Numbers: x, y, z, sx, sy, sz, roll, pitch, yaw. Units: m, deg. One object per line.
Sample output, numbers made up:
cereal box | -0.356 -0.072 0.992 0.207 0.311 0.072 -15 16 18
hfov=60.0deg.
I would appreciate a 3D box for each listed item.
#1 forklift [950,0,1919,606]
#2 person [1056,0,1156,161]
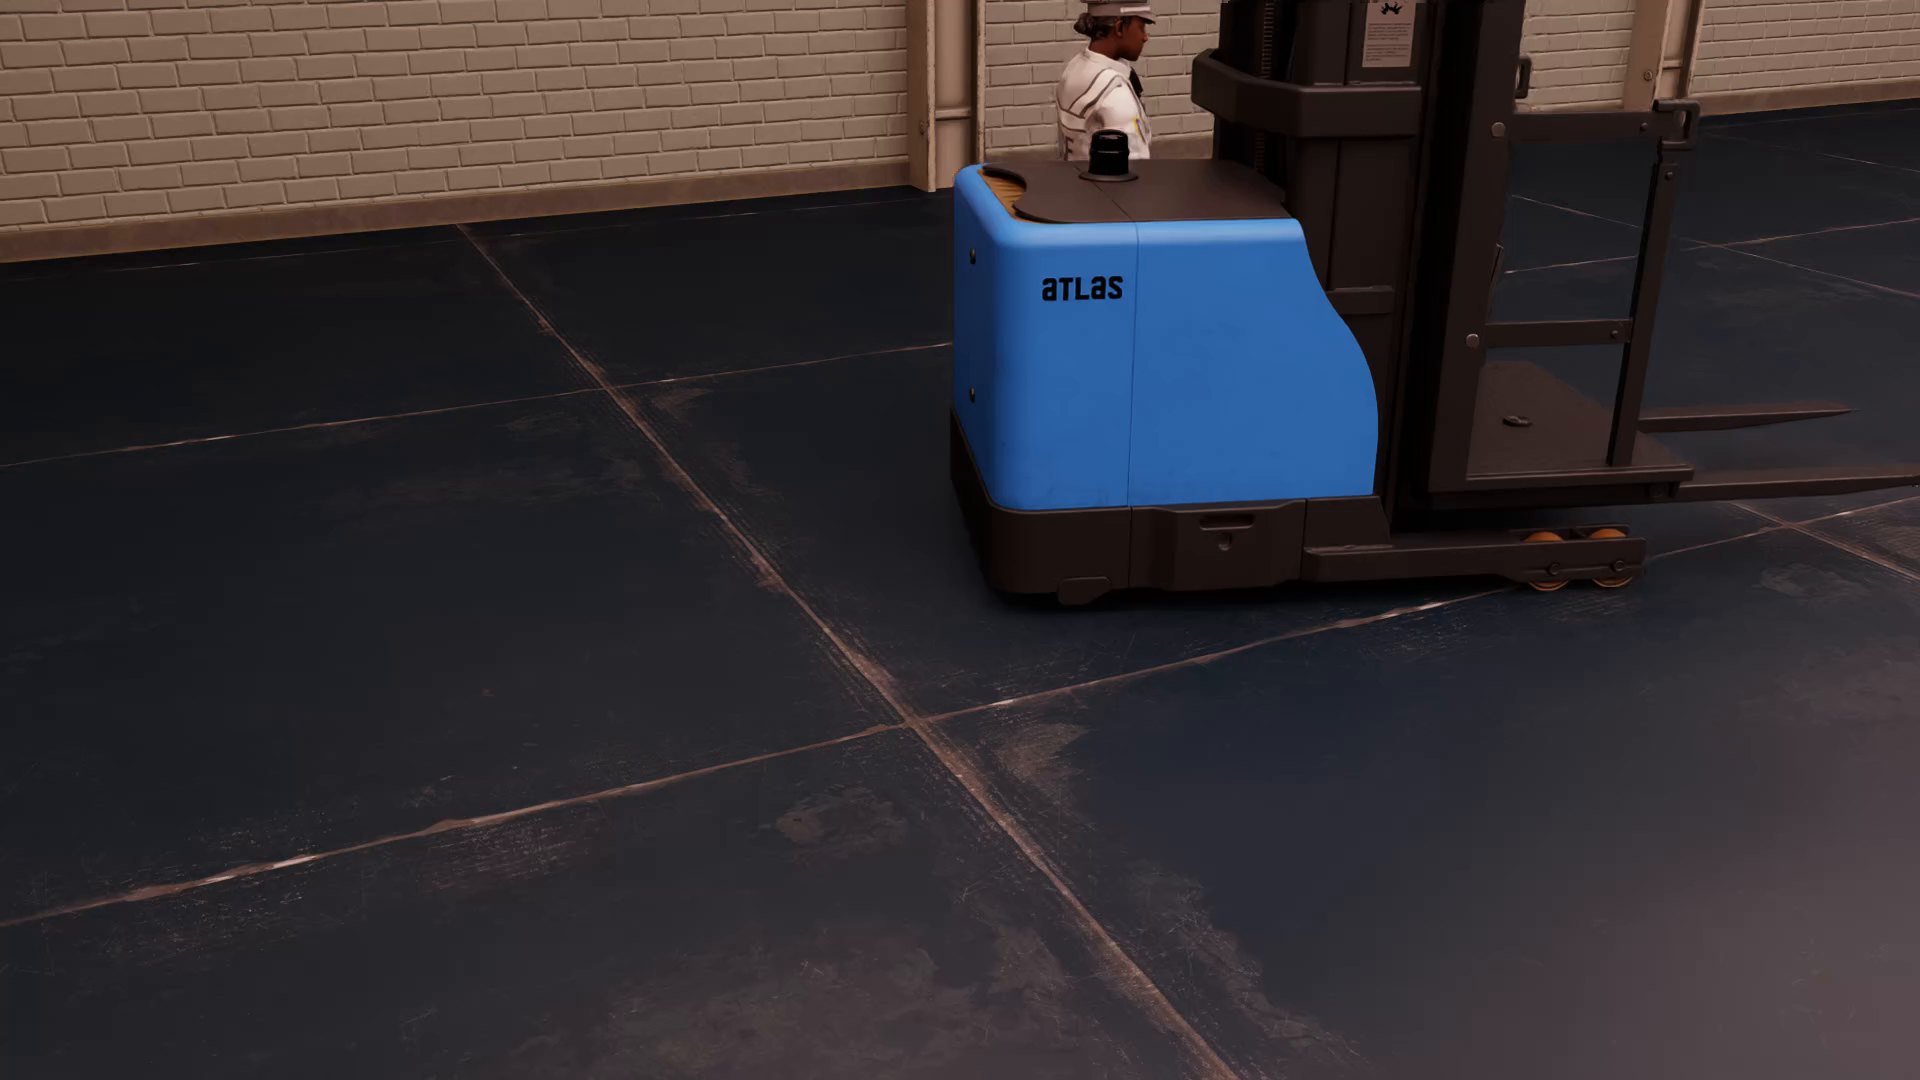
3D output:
forklift | 1.525 -1.406 4.671 3.031 2.935 1.130 -3 23 -7
person | 0.677 -1.113 5.669 0.697 1.507 0.713 -1 23 -2
